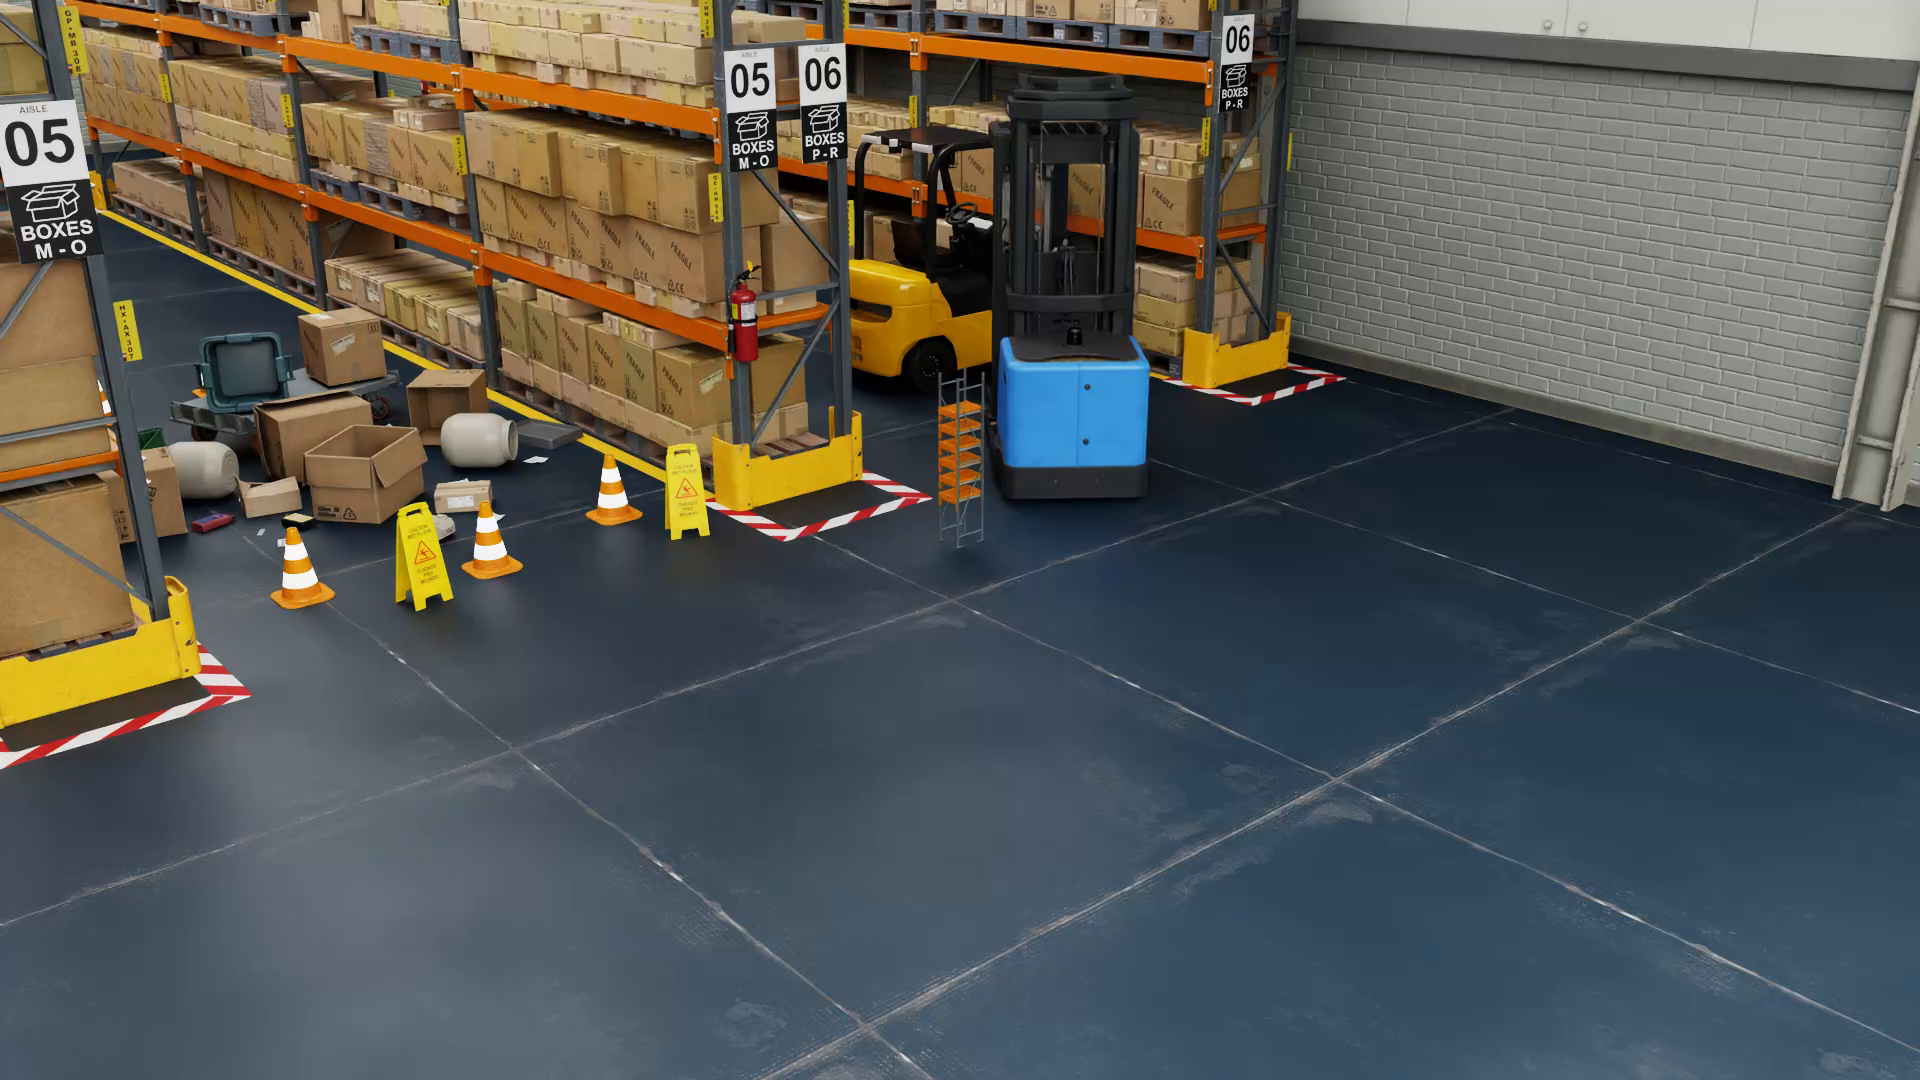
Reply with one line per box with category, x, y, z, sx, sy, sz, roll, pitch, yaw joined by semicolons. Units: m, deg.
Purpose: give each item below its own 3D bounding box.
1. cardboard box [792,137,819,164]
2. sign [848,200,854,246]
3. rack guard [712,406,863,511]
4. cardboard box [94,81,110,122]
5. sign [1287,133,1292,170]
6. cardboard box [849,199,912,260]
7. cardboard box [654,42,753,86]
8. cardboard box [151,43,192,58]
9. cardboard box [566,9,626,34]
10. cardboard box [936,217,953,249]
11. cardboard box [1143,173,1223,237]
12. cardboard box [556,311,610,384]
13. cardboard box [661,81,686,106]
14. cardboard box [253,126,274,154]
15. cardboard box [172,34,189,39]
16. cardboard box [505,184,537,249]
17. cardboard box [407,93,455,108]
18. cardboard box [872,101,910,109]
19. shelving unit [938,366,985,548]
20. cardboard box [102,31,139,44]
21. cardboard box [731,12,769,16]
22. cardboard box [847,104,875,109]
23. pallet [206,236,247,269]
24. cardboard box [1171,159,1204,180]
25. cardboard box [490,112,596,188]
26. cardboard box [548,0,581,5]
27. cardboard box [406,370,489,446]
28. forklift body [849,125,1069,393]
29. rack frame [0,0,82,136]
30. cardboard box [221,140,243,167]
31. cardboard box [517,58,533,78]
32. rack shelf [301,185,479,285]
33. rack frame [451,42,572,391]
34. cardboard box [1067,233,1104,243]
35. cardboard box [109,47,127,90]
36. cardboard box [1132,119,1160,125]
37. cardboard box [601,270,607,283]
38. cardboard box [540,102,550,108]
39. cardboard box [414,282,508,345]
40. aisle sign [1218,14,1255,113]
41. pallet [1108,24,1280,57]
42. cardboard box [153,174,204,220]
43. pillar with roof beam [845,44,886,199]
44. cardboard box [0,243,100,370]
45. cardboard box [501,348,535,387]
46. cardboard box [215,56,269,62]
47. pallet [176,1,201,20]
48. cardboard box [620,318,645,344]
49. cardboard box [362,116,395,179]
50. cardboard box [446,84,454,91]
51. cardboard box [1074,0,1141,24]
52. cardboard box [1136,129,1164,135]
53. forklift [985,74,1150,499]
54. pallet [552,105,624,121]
cardboard box;-1.577;-4.477;19.007;0.500;0.250;0.500;-16;27;-36
sign;-0.810;-2.291;12.034;0.100;0.325;0.005;-17;27;-37
rack guard;-1.270;-0.616;12.372;1.175;0.500;0.348;-17;27;-37
cardboard box;-11.217;-5.892;22.278;0.500;0.500;0.500;-18;28;-38
sign;2.962;-3.512;15.043;0.100;0.325;0.005;-17;27;-37
cardboard box;-0.923;-3.495;18.973;0.875;0.625;0.625;-18;28;-38
cardboard box;-1.759;-3.302;11.486;0.500;0.250;0.500;-18;28;-38
cardboard box;-9.496;-5.898;20.032;0.380;0.149;0.250;-18;28;-38
cardboard box;-2.691;-3.849;12.336;0.380;0.149;0.250;-17;27;-36
cardboard box;0.004;-3.219;17.414;0.500;0.250;0.500;-18;28;-38
cardboard box;2.017;-3.062;15.051;0.500;0.500;0.500;-18;28;-39
cardboard box;-2.955;-1.613;13.655;0.500;0.500;0.500;-16;26;-35
cardboard box;-1.853;-3.132;11.598;0.380;0.149;0.250;-17;27;-37
cardboard box;-7.289;-4.346;17.988;0.500;0.250;0.500;-18;28;-39
cardboard box;-9.935;-6.379;21.259;0.380;0.149;0.250;-18;27;-38
cardboard box;-3.410;-2.728;13.792;0.500;0.500;0.500;-18;27;-38
cardboard box;-5.161;-4.267;16.256;0.380;0.149;0.250;-19;28;-40
cardboard box;-0.764;-4.840;18.702;0.380;0.149;0.250;-17;27;-37
shelving unit;0.009;-0.555;11.255;0.258;1.200;0.189;-17;27;-37
cardboard box;-10.938;-6.547;21.689;0.380;0.149;0.250;-17;27;-37
cardboard box;-1.591;-3.707;11.972;0.380;0.149;0.250;-17;27;-37
cardboard box;-1.162;-4.713;18.377;0.380;0.149;0.250;-18;28;-39
pallet;-8.493;-3.581;20.337;1.003;0.211;1.213;-17;27;-37
cardboard box;2.099;-3.320;14.820;0.380;0.149;0.250;-17;27;-37
cardboard box;-3.392;-3.195;13.613;0.700;0.500;0.500;-17;27;-37
cardboard box;-3.129;-4.333;13.572;0.380;0.149;0.250;-17;27;-36
cardboard box;-4.163;-1.082;13.557;0.500;0.500;0.500;0;21;-1
forklift body;-0.082;-2.636;15.266;2.313;2.155;1.214;-17;27;-37
rack frame;-4.905;-3.346;7.688;1.000;3.000;0.127;-17;27;-37
cardboard box;-7.986;-4.392;18.790;0.500;0.250;0.500;-18;28;-38
cardboard box;-3.307;-3.793;13.287;0.380;0.149;0.250;-16;27;-36
rack shelf;-5.137;-3.082;16.226;1.077;0.370;4.000;-17;27;-37
rack frame;-3.832;-2.864;14.684;1.000;3.000;0.127;-17;27;-37
cardboard box;1.391;-2.922;16.654;0.500;0.250;0.500;-18;28;-38
cardboard box;-10.556;-6.072;21.367;0.500;0.500;0.500;-17;27;-37
cardboard box;1.714;-3.957;16.040;0.380;0.149;0.250;-18;28;-39
cardboard box;-2.610;-2.122;13.132;0.380;0.149;0.250;-17;27;-37
cardboard box;-5.695;-6.168;23.464;0.380;0.149;0.250;-17;27;-37
cardboard box;-4.648;-2.178;15.960;0.950;0.372;0.625;-15;26;-34
aisle sign;2.358;-4.064;14.183;0.394;0.787;0.004;-17;27;-37
pallet;2.095;-4.499;14.866;1.003;0.211;1.213;-17;27;-37
cardboard box;-9.967;-4.523;21.857;0.875;0.438;0.875;-18;28;-39
pillar with roof beam;-4.412;-6.775;16.443;9.100;9.000;0.400;-17;27;-37
cardboard box;-5.117;-1.237;8.844;0.875;0.550;0.550;-17;27;-37
cardboard box;-3.651;-1.552;14.529;0.500;0.250;0.500;-19;28;-40
cardboard box;-8.572;-5.523;19.964;0.500;0.500;0.500;-16;27;-36
pallet;-8.418;-6.141;19.198;0.805;0.209;1.217;-19;28;-39
cardboard box;-2.393;-1.641;12.836;0.380;0.149;0.250;-17;27;-37
cardboard box;-5.306;-3.743;15.807;0.500;0.500;0.500;-19;28;-39
cardboard box;-7.699;-7.030;25.664;0.380;0.149;0.250;-17;27;-36
cardboard box;1.471;-4.998;15.169;0.700;0.500;0.500;-17;27;-37
cardboard box;1.662;-3.691;15.360;0.380;0.149;0.250;-17;27;-37
forklift;0.782;-2.151;12.957;1.130;2.935;3.031;-1;21;-2
pallet;-4.857;-5.921;22.752;1.003;0.211;1.213;-17;27;-37
